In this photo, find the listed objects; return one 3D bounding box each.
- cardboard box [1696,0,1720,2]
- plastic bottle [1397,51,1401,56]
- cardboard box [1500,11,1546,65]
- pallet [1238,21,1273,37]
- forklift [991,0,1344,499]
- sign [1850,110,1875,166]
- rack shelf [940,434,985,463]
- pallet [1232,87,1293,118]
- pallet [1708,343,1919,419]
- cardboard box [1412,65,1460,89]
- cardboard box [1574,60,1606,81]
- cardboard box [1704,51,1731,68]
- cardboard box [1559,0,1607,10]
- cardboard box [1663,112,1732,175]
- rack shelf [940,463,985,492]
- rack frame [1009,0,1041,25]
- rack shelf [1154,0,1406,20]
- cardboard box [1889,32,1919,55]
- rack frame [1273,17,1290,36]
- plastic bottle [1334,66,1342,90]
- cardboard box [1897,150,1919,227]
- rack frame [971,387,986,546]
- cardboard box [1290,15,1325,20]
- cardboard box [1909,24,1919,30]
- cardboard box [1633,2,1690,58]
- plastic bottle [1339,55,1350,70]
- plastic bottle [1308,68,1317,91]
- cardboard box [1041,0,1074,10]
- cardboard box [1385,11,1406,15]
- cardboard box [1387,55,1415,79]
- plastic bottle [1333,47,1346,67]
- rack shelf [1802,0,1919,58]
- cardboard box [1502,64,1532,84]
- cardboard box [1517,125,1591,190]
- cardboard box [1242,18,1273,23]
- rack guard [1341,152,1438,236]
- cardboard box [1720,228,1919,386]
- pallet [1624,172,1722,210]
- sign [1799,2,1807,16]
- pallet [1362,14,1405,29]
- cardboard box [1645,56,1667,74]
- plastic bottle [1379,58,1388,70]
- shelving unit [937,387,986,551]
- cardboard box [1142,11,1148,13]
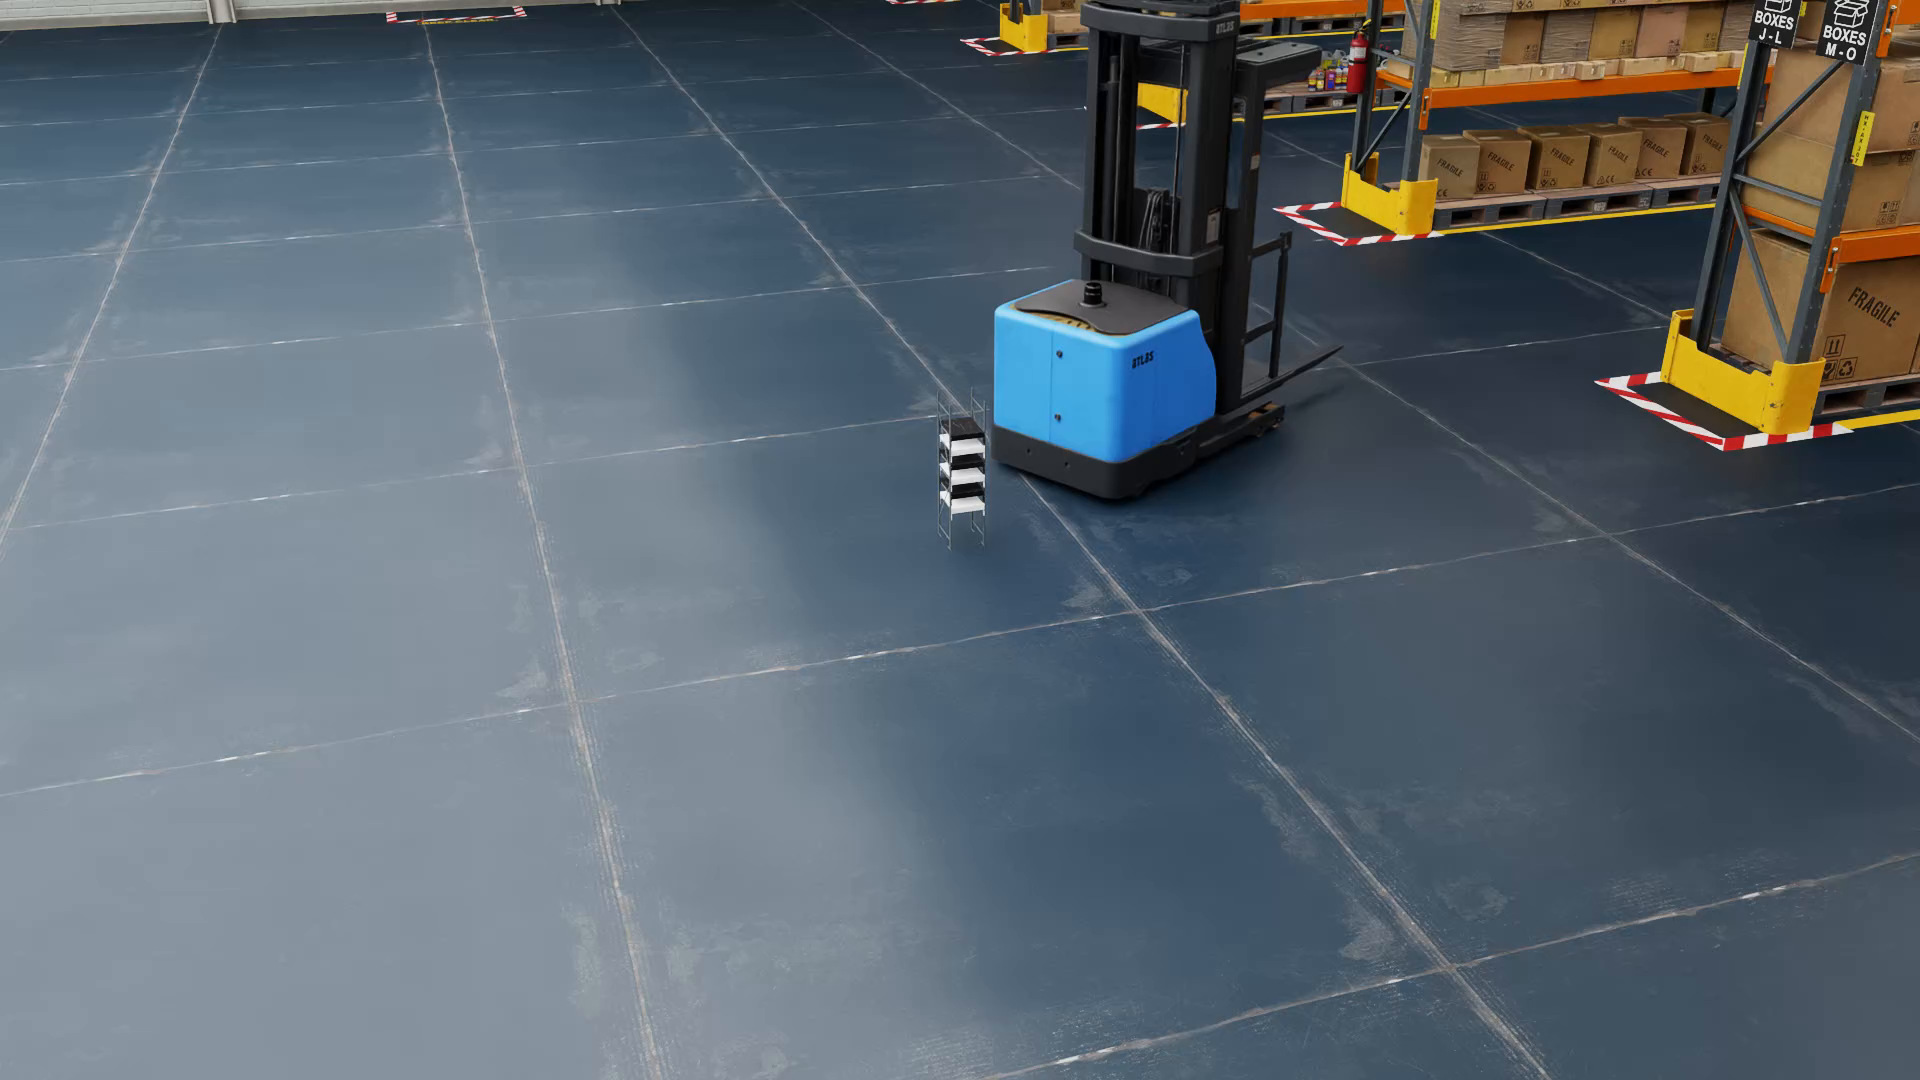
[{"bbox_3d":[6.995,-5.352,15.585,0.500,0.500,0.500,-8,28,-16],"label":"cardboard box"},{"bbox_3d":[5.574,-6.088,21.200,0.133,0.283,0.061,-8,28,-16],"label":"plastic bottle"},{"bbox_3d":[4.979,-4.784,15.567,0.500,0.500,0.875,-8,28,-16],"label":"cardboard box"},{"bbox_3d":[3.979,-7.822,25.268,1.213,0.211,1.003,-8,28,-16],"label":"pallet"},{"bbox_3d":[1.551,-2.135,10.755,1.130,2.935,3.031,21,34,36],"label":"forklift"},{"bbox_3d":[5.615,-2.499,10.348,0.005,0.325,0.100,-8,28,-16],"label":"sign"},{"bbox_3d":[0.008,-0.536,9.487,0.200,0.077,0.258,-8,28,-16],"label":"rack shelf"},{"bbox_3d":[3.307,-5.408,20.405,1.213,0.211,1.003,-8,28,-16],"label":"pallet"},{"bbox_3d":[6.185,-1.206,11.941,1.213,0.211,1.003,-8,28,-16],"label":"pallet"},{"bbox_3d":[4.354,-4.248,15.217,0.250,0.149,0.380,-8,28,-16],"label":"cardboard box"},{"bbox_3d":[5.810,-4.414,15.550,0.250,0.149,0.380,-8,28,-16],"label":"cardboard box"},{"bbox_3d":[7.202,-4.668,16.061,0.250,0.149,0.380,-8,28,-16],"label":"cardboard box"},{"bbox_3d":[5.569,-5.144,15.167,0.500,0.500,0.500,-8,28,-16],"label":"cardboard box"},{"bbox_3d":[7.420,-4.004,16.780,0.500,0.500,0.500,-9,28,-18],"label":"cardboard box"},{"bbox_3d":[0.008,-0.374,9.567,0.200,0.077,0.258,-8,28,-16],"label":"rack shelf"},{"bbox_3d":[0.945,-8.612,23.723,0.127,3.000,1.000,-8,28,-16],"label":"rack frame"},{"bbox_3d":[4.377,-6.470,20.218,4.000,0.370,1.077,-8,28,-16],"label":"rack shelf"},{"bbox_3d":[6.308,-3.012,11.060,0.550,0.550,0.875,-8,28,-16],"label":"cardboard box"},{"bbox_3d":[4.748,-9.162,24.832,0.127,3.000,1.000,-8,28,-16],"label":"rack frame"},{"bbox_3d":[4.621,-5.657,20.345,0.097,0.271,0.097,0,26,0],"label":"plastic bottle"},{"bbox_3d":[6.304,-2.534,11.312,0.550,0.550,0.875,-8,28,-16],"label":"cardboard box"},{"bbox_3d":[0.104,-0.418,9.580,0.006,0.900,0.240,-8,28,-16],"label":"rack frame"},{"bbox_3d":[5.208,-8.070,25.251,0.500,0.250,0.500,-9,28,-17],"label":"cardboard box"},{"bbox_3d":[9.432,-5.485,16.838,0.637,0.503,0.797,-5,27,-11],"label":"cardboard box"},{"bbox_3d":[6.435,-4.950,15.901,0.500,0.500,0.875,-8,28,-16],"label":"cardboard box"},{"bbox_3d":[4.869,-5.965,20.961,0.135,0.276,0.152,-8,28,-16],"label":"plastic bottle"},{"bbox_3d":[4.296,-5.610,20.250,0.097,0.271,0.097,0,26,0],"label":"plastic bottle"},{"bbox_3d":[1.362,-8.104,24.476,0.500,0.500,0.500,-8,28,-16],"label":"cardboard box"},{"bbox_3d":[6.670,-8.282,25.678,0.500,0.250,0.500,-8,27,-15],"label":"cardboard box"},{"bbox_3d":[4.216,-4.437,15.596,0.250,0.149,0.380,-8,28,-16],"label":"cardboard box"},{"bbox_3d":[4.799,-6.058,21.063,0.185,0.351,0.144,-8,28,-17],"label":"plastic bottle"},{"bbox_3d":[7.350,-3.608,11.080,4.000,0.370,1.077,-8,28,-16],"label":"rack shelf"},{"bbox_3d":[5.071,-4.346,15.414,0.250,0.149,0.380,-8,28,-16],"label":"cardboard box"},{"bbox_3d":[5.767,-3.745,16.259,0.500,0.500,0.500,-6,27,-11],"label":"cardboard box"},{"bbox_3d":[4.375,-7.963,25.036,0.500,0.250,0.500,-8,28,-16],"label":"cardboard box"},{"bbox_3d":[4.081,-3.313,15.862,0.348,0.500,1.175,-8,28,-16],"label":"rack guard"},{"bbox_3d":[6.073,-1.669,11.656,0.875,0.875,0.875,-8,28,-16],"label":"cardboard box"},{"bbox_3d":[7.185,-3.617,16.798,1.213,0.211,1.003,-8,28,-16],"label":"pallet"},{"bbox_3d":[7.988,-5.133,15.742,0.005,0.325,0.100,-8,28,-16],"label":"sign"},{"bbox_3d":[6.599,-8.201,26.032,1.213,0.211,1.003,-8,28,-16],"label":"pallet"},{"bbox_3d":[6.495,-4.556,15.836,0.250,0.149,0.380,-8,28,-16],"label":"cardboard box"},{"bbox_3d":[5.266,-5.797,20.537,0.185,0.351,0.144,-8,28,-16],"label":"plastic bottle"},{"bbox_3d":[0.008,-0.404,9.552,0.210,0.900,0.258,-8,28,-16],"label":"shelving unit"},{"bbox_3d":[2.473,-7.687,24.480,0.500,0.250,0.500,-8,28,-16],"label":"cardboard box"}]
